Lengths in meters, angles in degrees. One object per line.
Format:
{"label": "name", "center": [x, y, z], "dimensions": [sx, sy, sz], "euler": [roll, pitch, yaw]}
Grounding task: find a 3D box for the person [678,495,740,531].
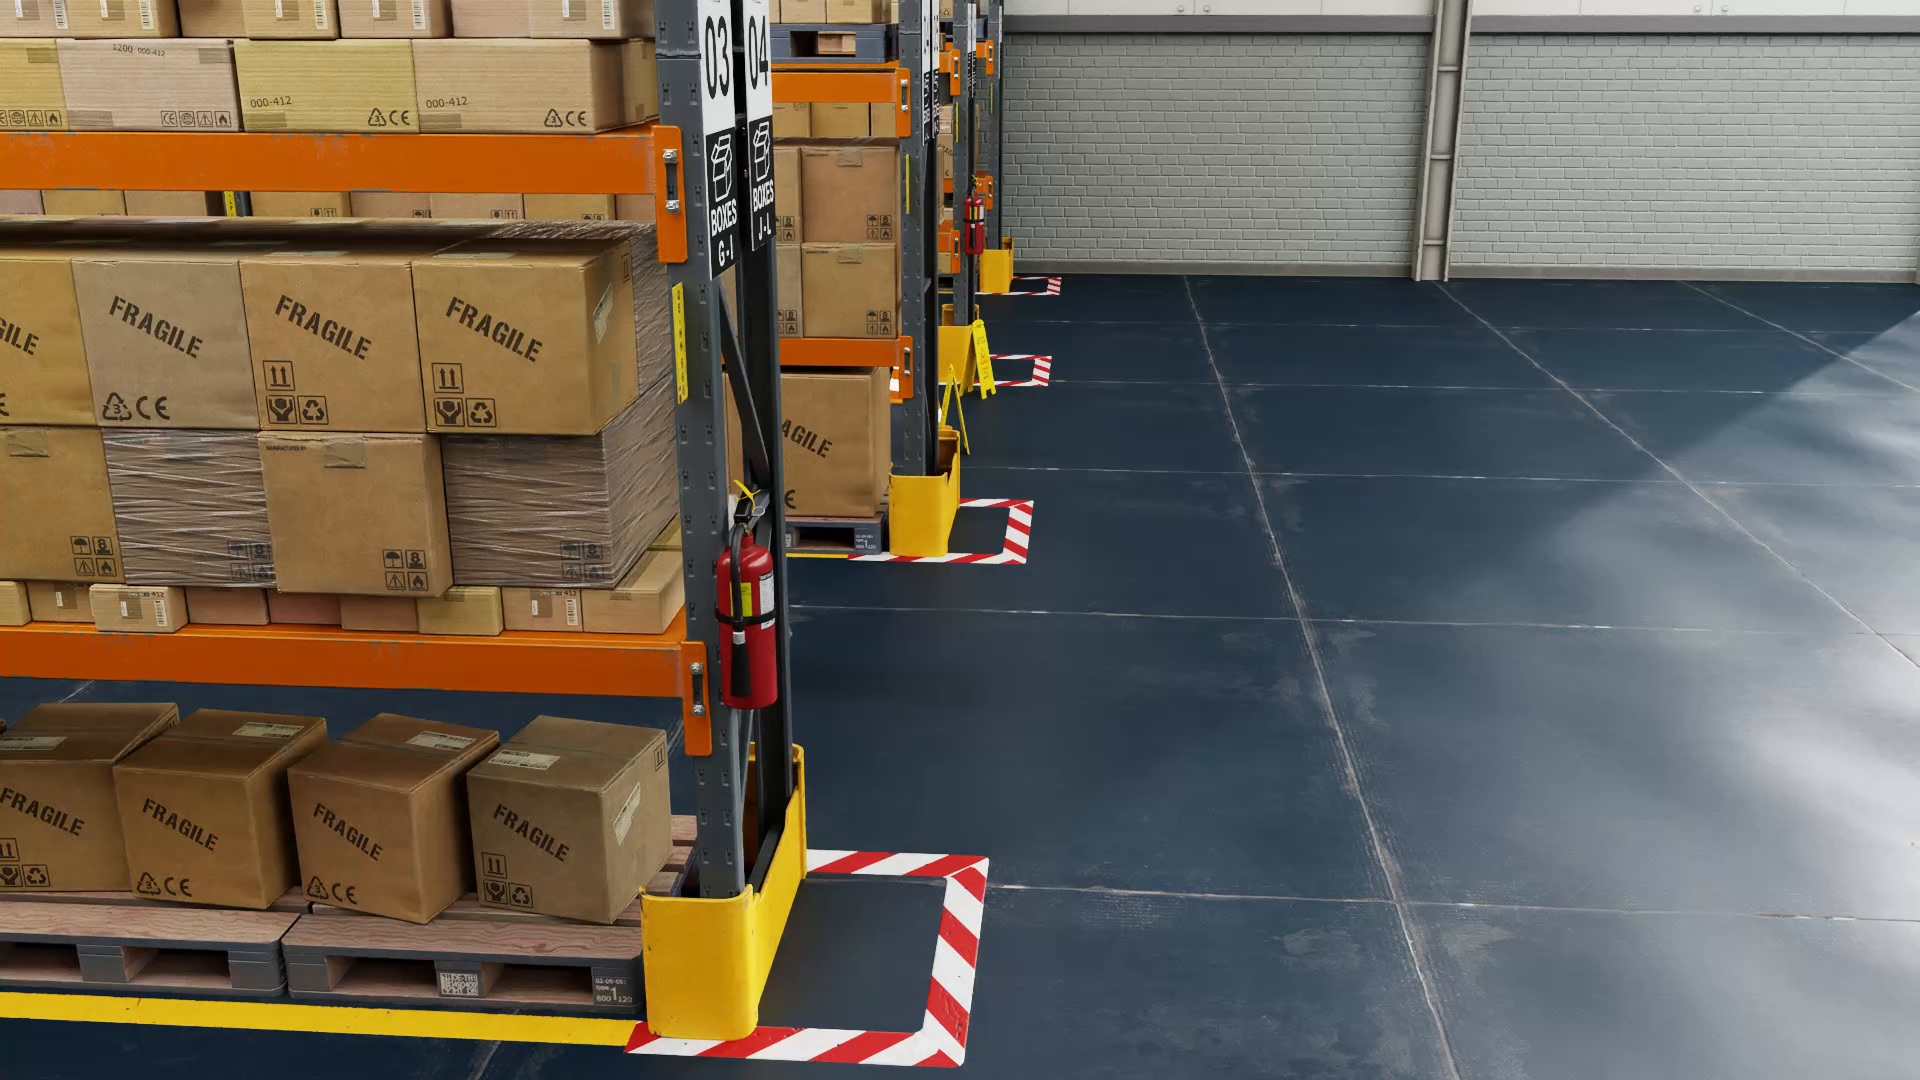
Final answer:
{"label": "person", "center": [-1.343, 0.239, 8.069], "dimensions": [0.850, 0.905, 0.469], "euler": [0, 18, 1]}
